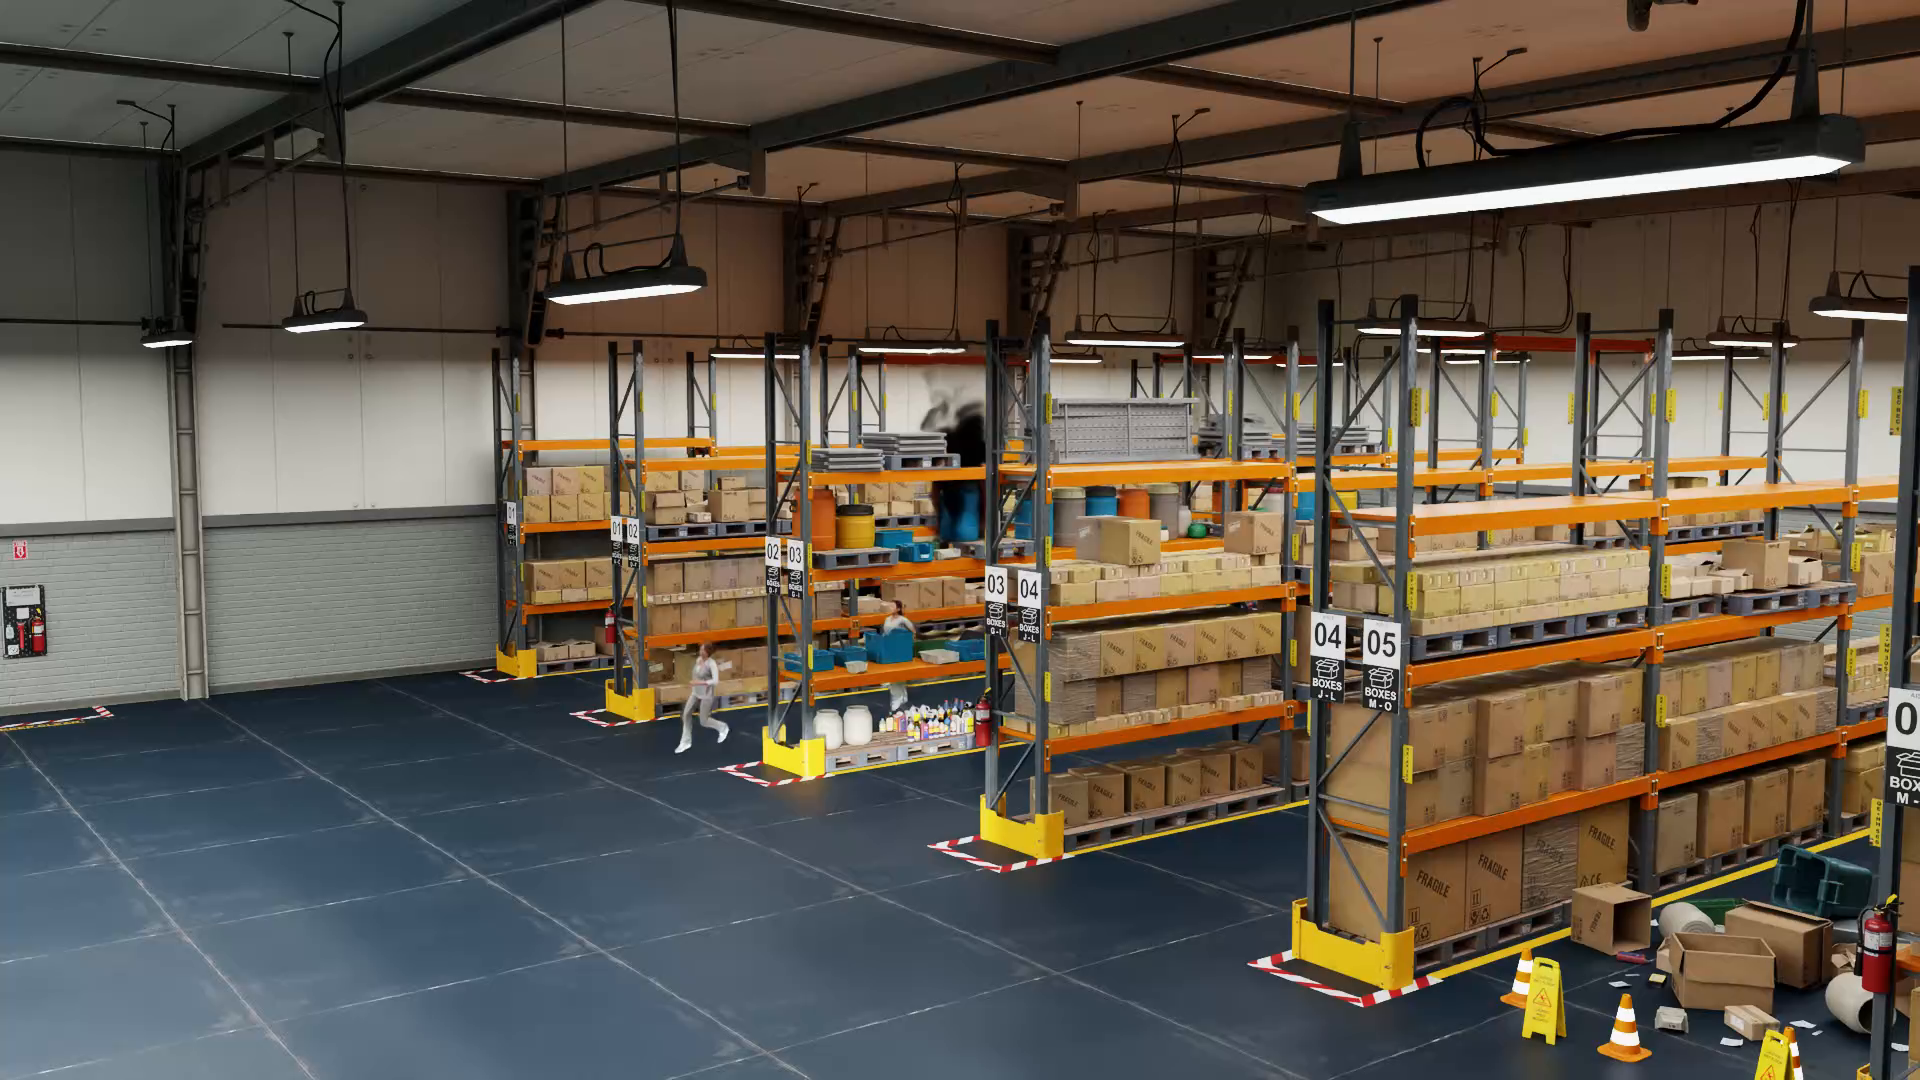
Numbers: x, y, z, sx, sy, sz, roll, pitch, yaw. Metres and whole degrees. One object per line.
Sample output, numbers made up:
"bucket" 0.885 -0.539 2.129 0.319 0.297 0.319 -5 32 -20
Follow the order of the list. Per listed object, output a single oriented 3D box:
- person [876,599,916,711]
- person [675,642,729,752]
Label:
"person" -1.041 1.792 25.891 0.634 1.730 0.546 -5 7 -42
"person" -3.621 2.225 23.661 0.566 1.568 0.771 4 7 42
